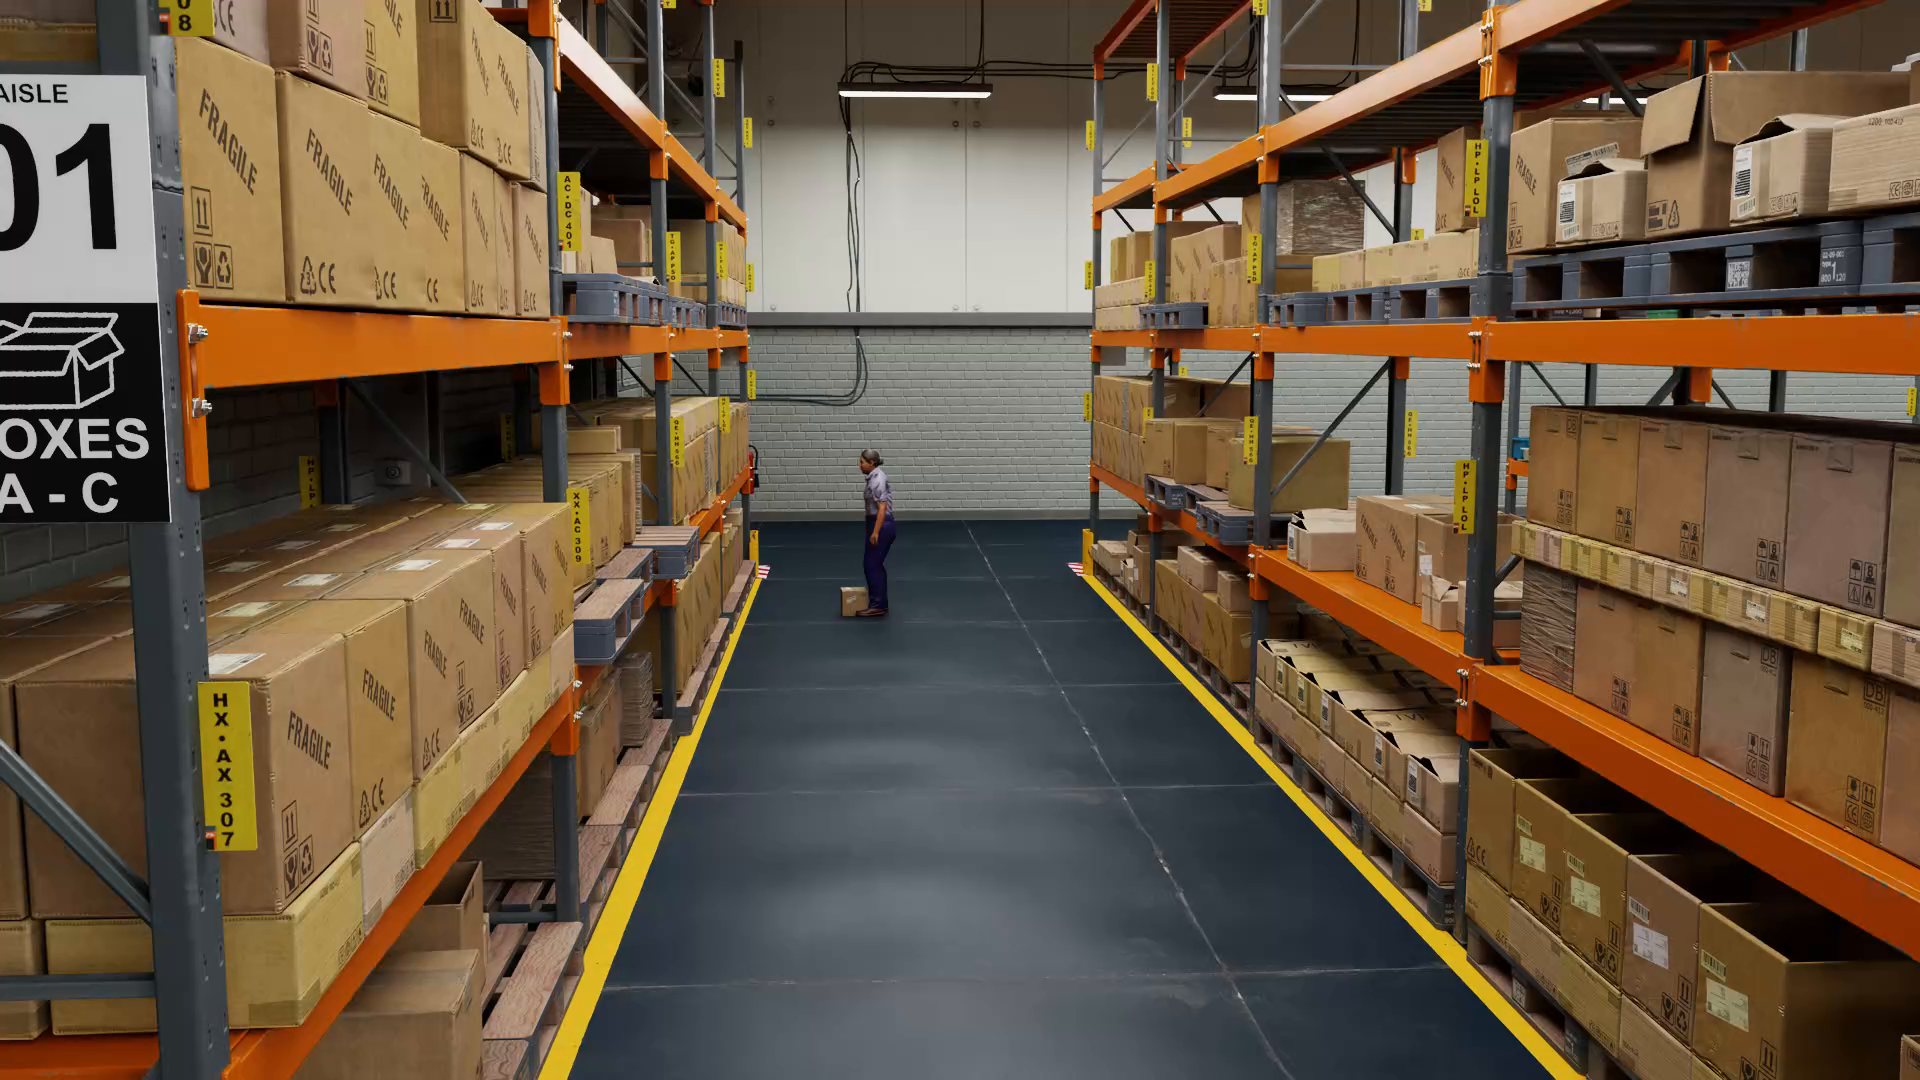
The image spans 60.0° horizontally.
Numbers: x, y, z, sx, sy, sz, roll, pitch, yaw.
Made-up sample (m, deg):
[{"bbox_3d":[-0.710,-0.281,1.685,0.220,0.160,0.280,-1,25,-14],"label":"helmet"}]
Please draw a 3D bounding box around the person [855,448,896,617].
[{"bbox_3d":[-0.841,-0.077,16.477,0.415,1.637,0.550,-1,7,-5],"label":"person"}]
